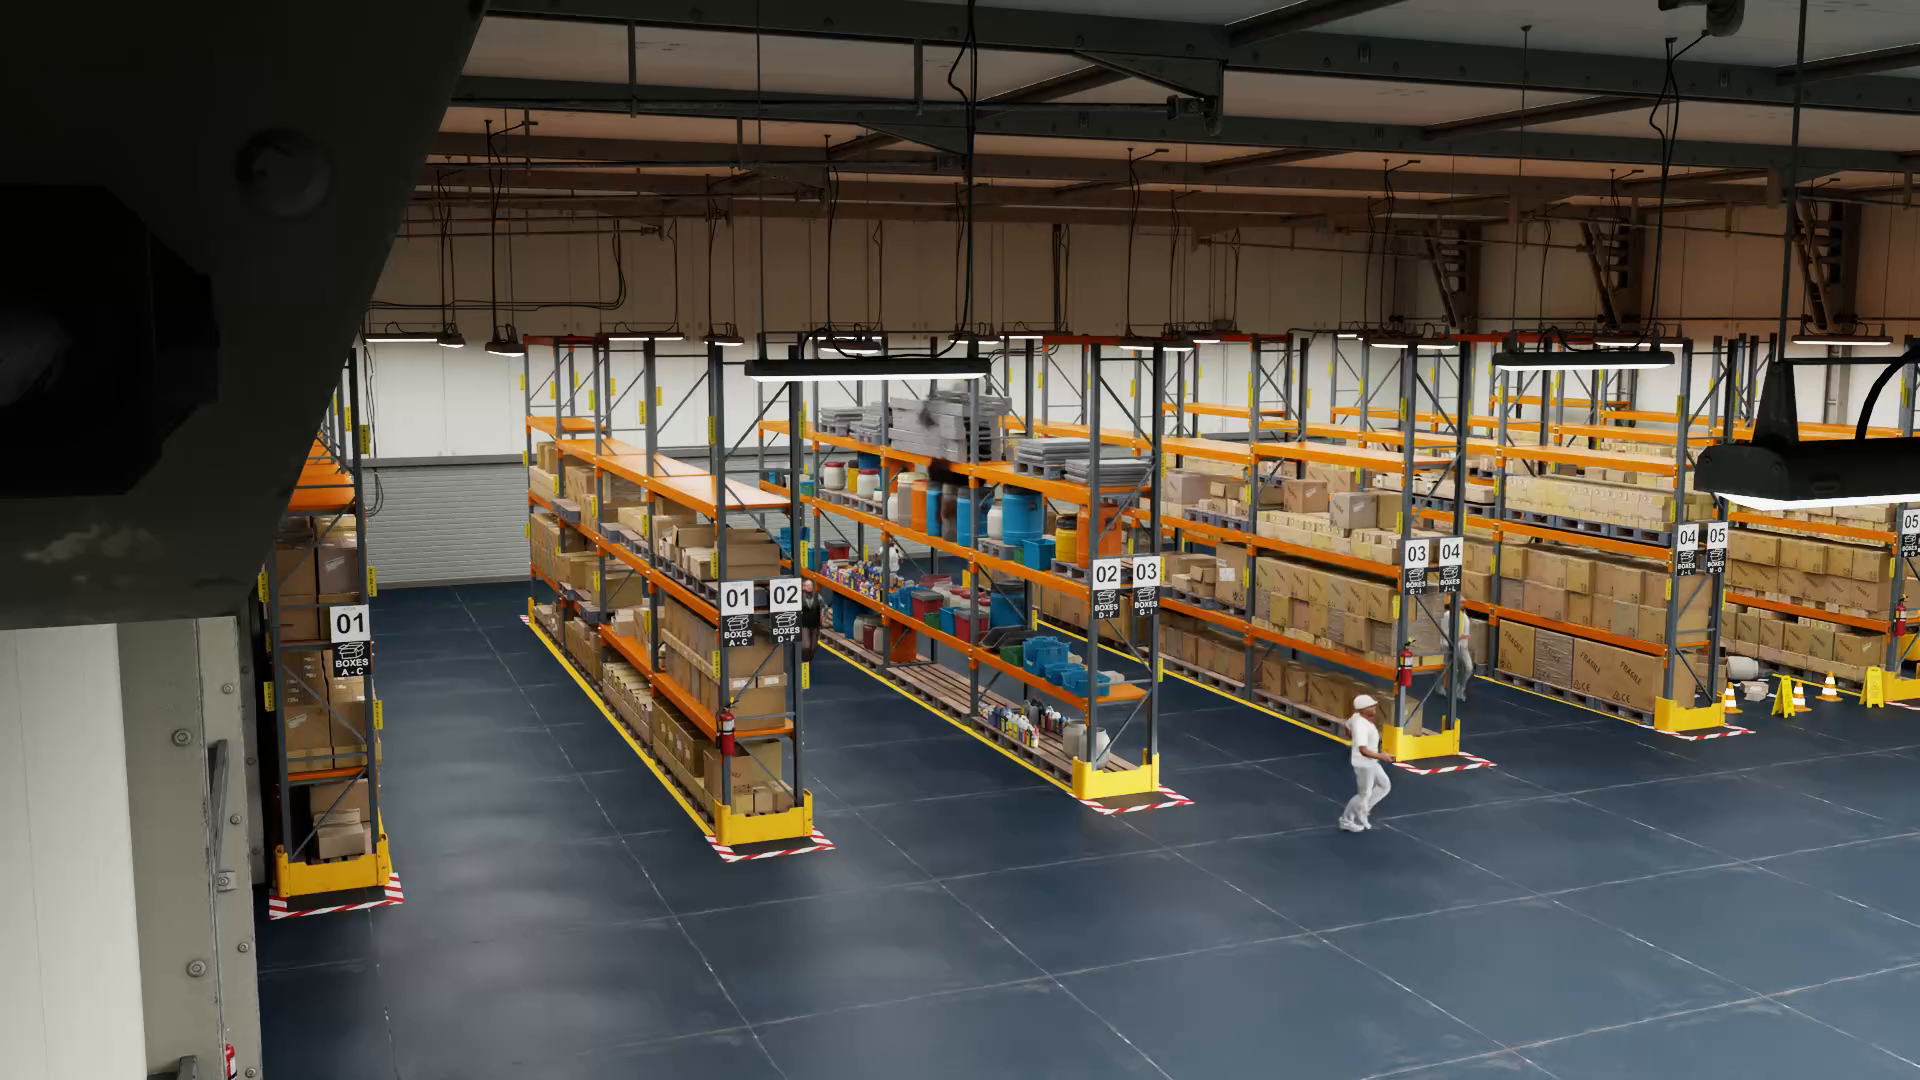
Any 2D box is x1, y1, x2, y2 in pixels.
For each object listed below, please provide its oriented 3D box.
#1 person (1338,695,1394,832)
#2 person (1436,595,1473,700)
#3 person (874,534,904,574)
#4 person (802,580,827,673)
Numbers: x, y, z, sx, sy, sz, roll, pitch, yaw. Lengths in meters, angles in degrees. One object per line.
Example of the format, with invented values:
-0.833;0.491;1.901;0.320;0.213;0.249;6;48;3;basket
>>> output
5.023;2.750;20.537;0.639;1.729;0.712;2;8;14;person
8.282;1.797;27.718;0.671;1.834;0.733;-4;9;-27;person
-1.508;0.709;36.075;0.539;1.746;0.827;-5;9;-36;person
-2.671;1.564;29.550;0.661;1.707;0.677;-3;8;-22;person
